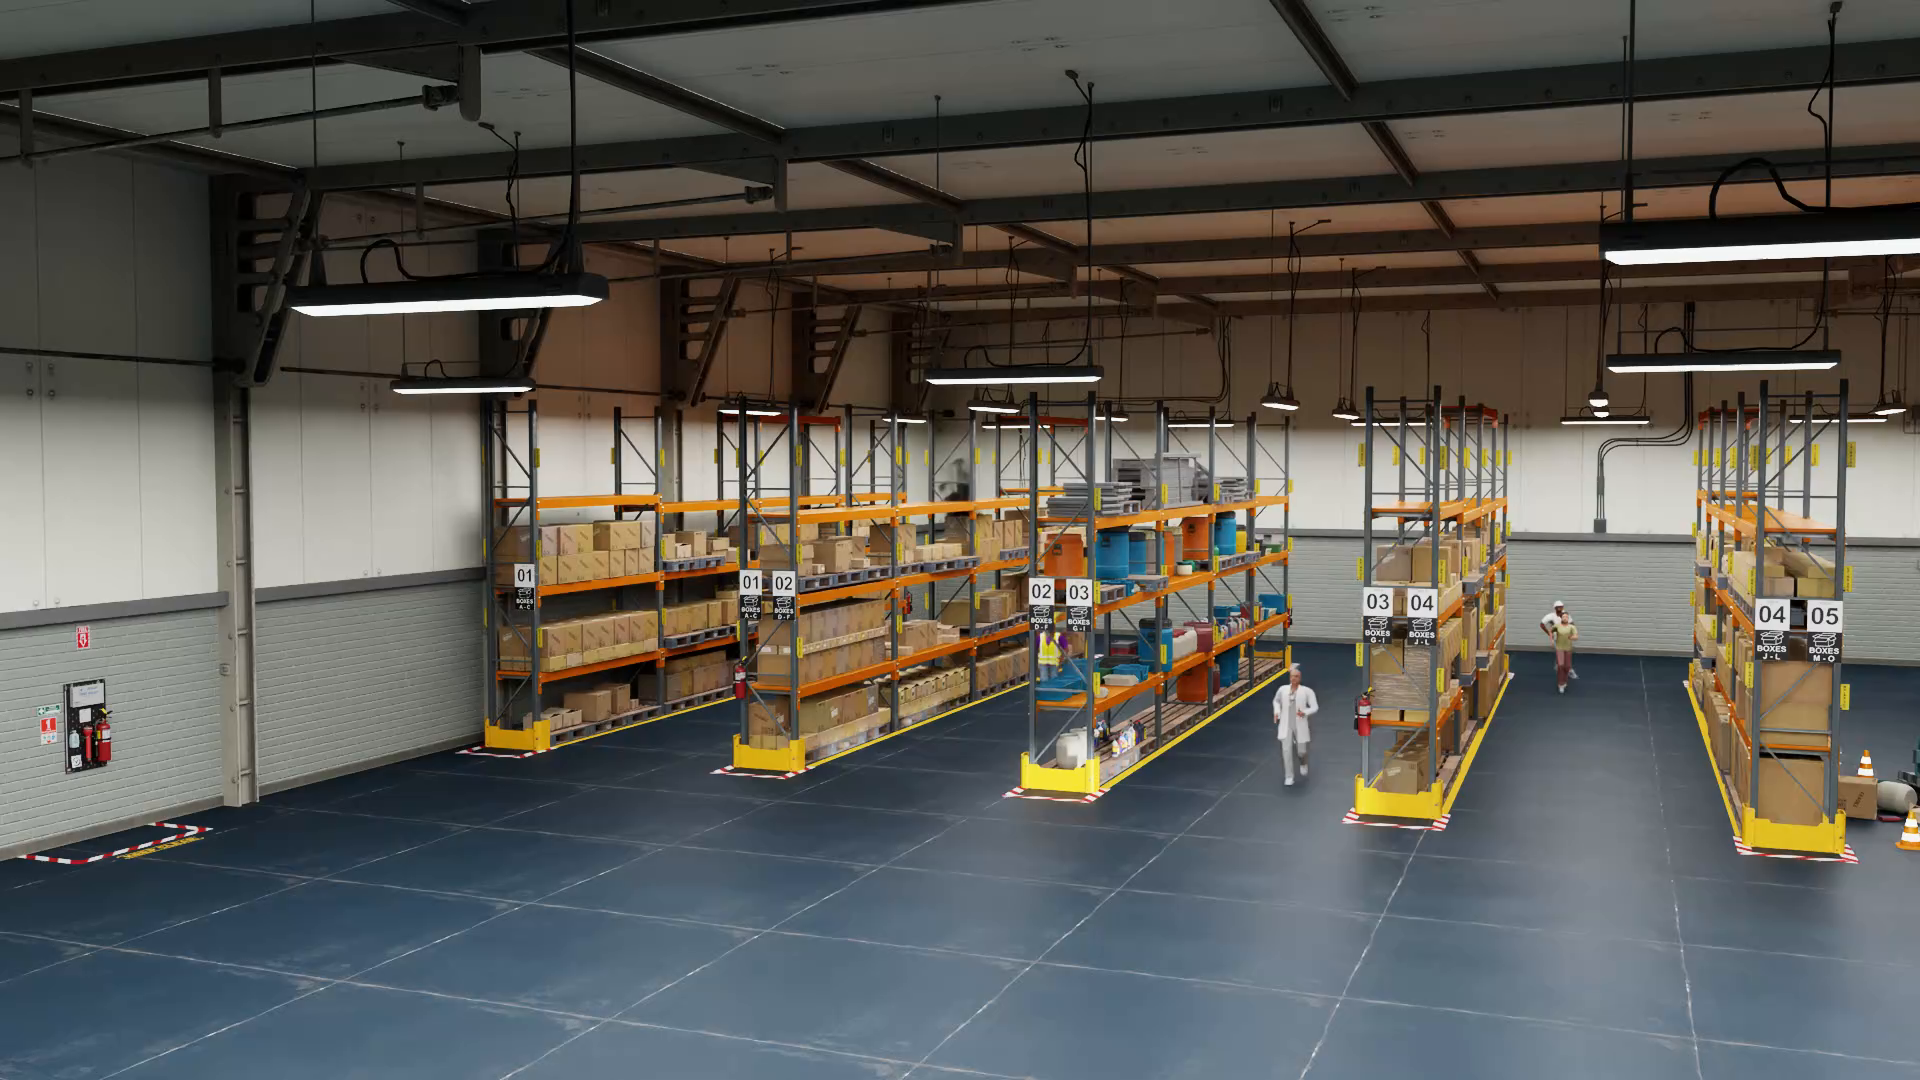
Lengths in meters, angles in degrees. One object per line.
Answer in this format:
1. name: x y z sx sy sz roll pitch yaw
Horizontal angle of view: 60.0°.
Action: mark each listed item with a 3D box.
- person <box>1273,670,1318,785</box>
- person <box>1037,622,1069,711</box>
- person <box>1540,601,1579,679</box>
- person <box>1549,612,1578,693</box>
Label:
1. person: 5.144 2.865 25.611 0.720 1.745 0.896 1 3 21
2. person: 1.660 2.323 30.959 0.696 1.735 0.558 1 3 12
3. person: 13.660 2.262 37.886 0.702 1.771 0.829 -1 3 -24
4. person: 12.992 2.399 35.781 0.549 1.727 0.754 0 3 9
